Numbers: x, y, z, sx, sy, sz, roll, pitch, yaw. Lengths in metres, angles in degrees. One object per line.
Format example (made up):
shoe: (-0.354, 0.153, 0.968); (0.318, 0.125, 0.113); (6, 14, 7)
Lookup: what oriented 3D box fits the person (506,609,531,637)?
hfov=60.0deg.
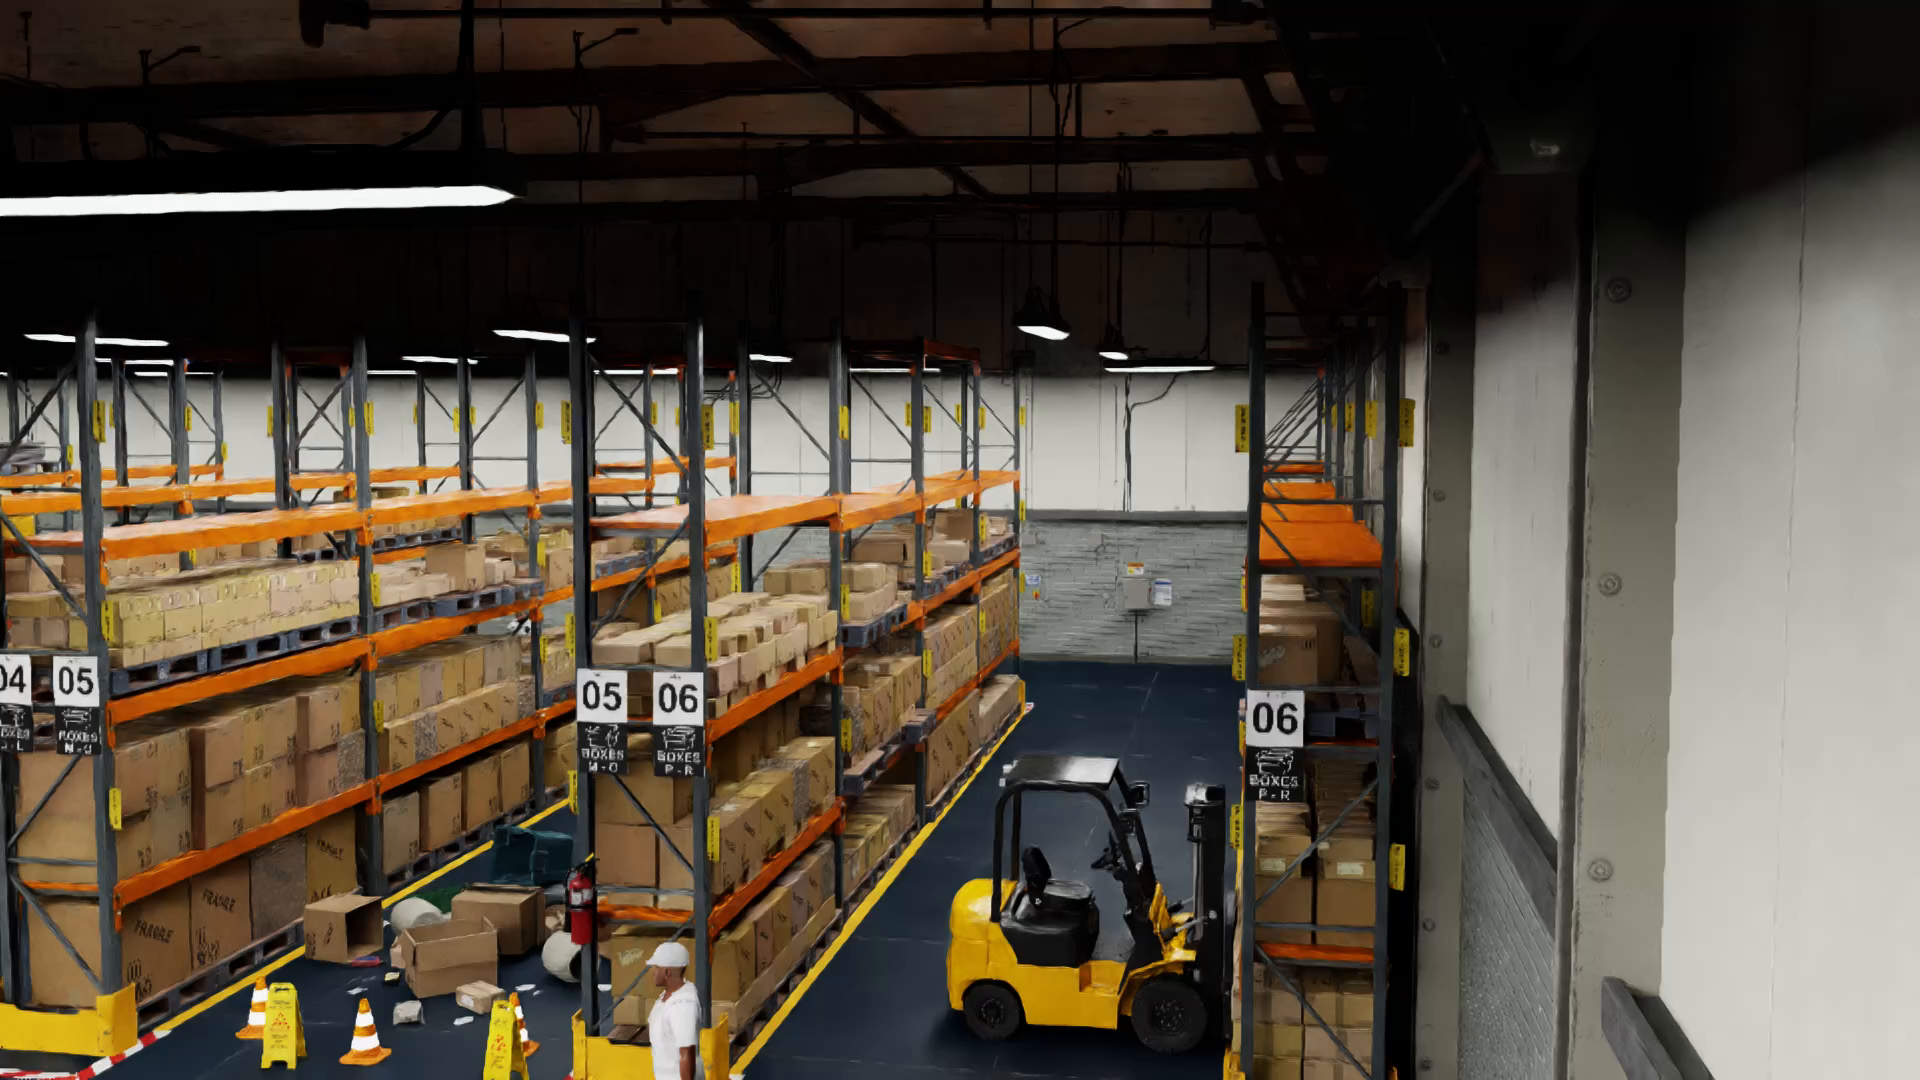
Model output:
person: (-7.656, 1.968, 29.204); (0.682, 1.711, 0.536); (1, 5, 9)

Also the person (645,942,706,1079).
person: (-1.748, 3.441, 10.650); (0.540, 1.759, 0.658); (-1, 5, -18)
